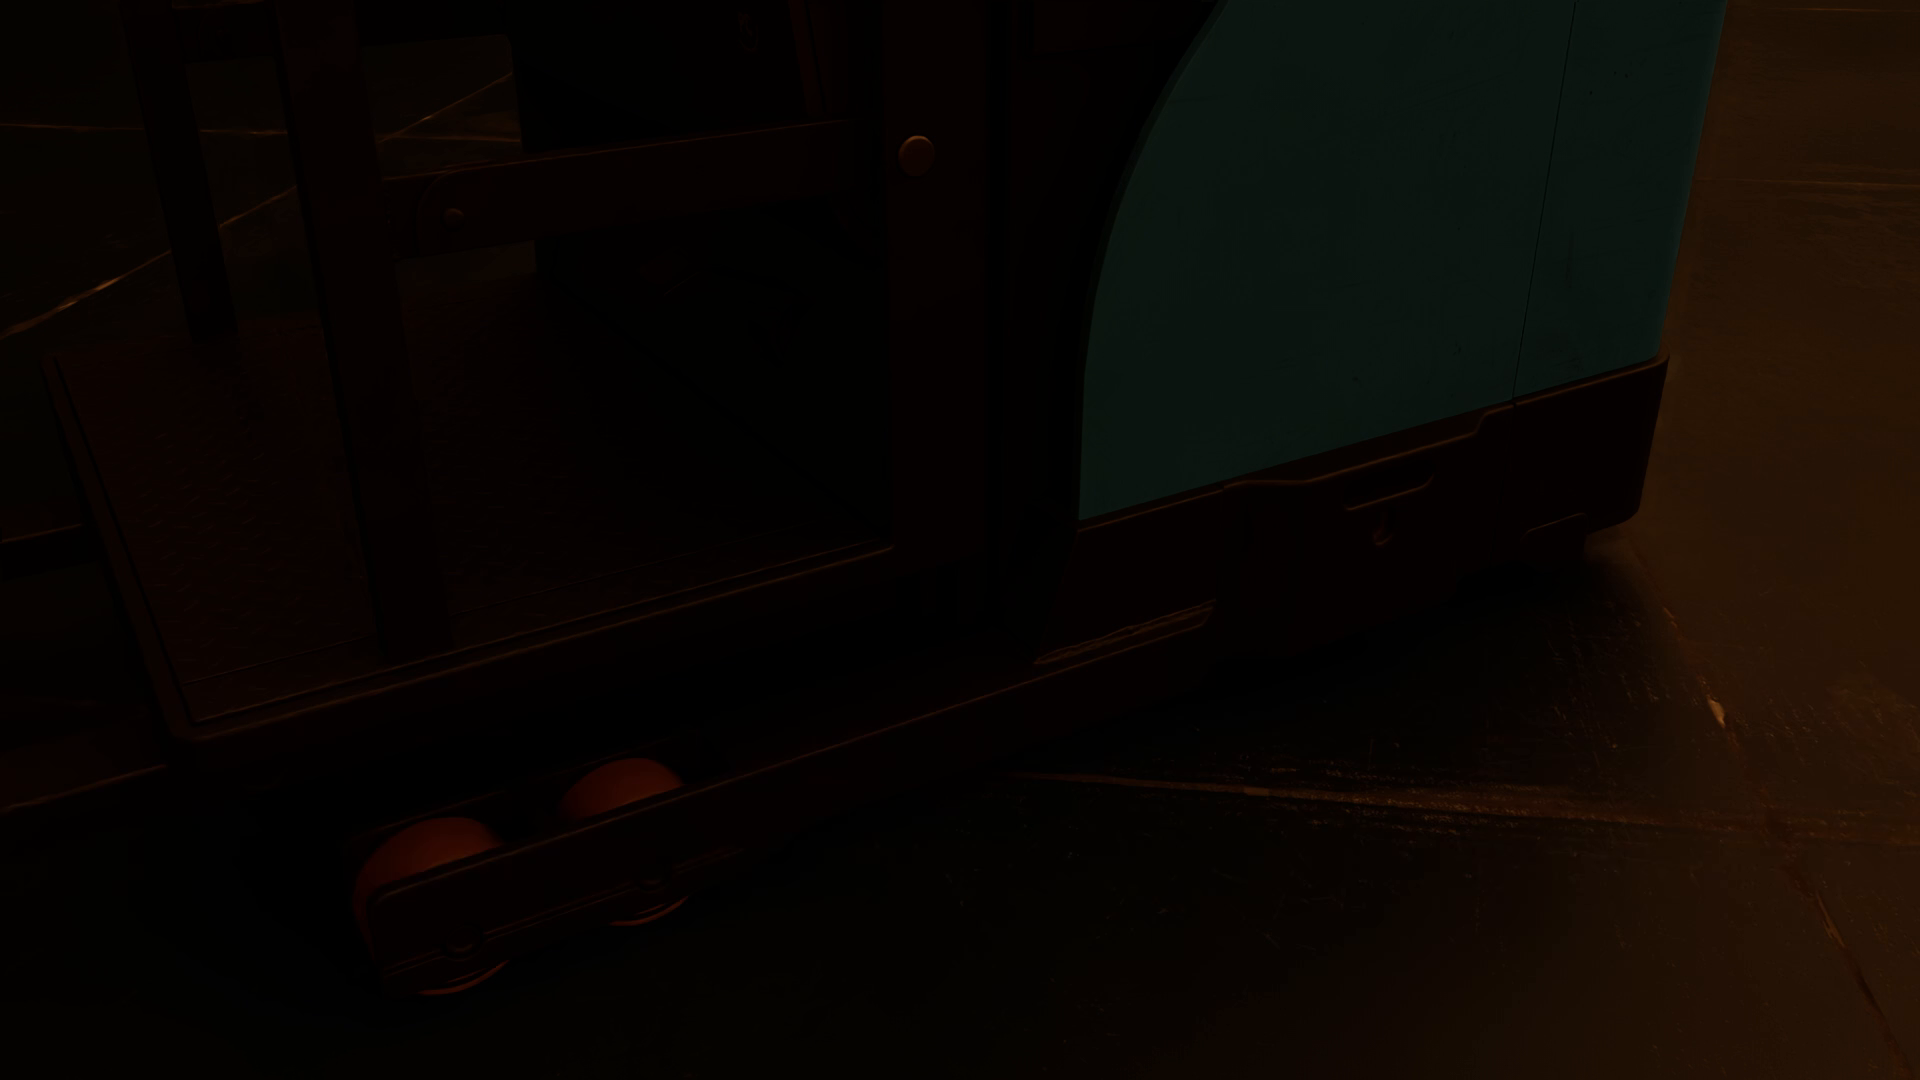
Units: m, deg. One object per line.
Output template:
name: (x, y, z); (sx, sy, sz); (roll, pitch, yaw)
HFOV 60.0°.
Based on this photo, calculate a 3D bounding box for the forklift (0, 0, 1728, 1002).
forklift: (-0.523, -1.141, 1.503); (3.031, 2.935, 1.130); (-15, 30, -28)
